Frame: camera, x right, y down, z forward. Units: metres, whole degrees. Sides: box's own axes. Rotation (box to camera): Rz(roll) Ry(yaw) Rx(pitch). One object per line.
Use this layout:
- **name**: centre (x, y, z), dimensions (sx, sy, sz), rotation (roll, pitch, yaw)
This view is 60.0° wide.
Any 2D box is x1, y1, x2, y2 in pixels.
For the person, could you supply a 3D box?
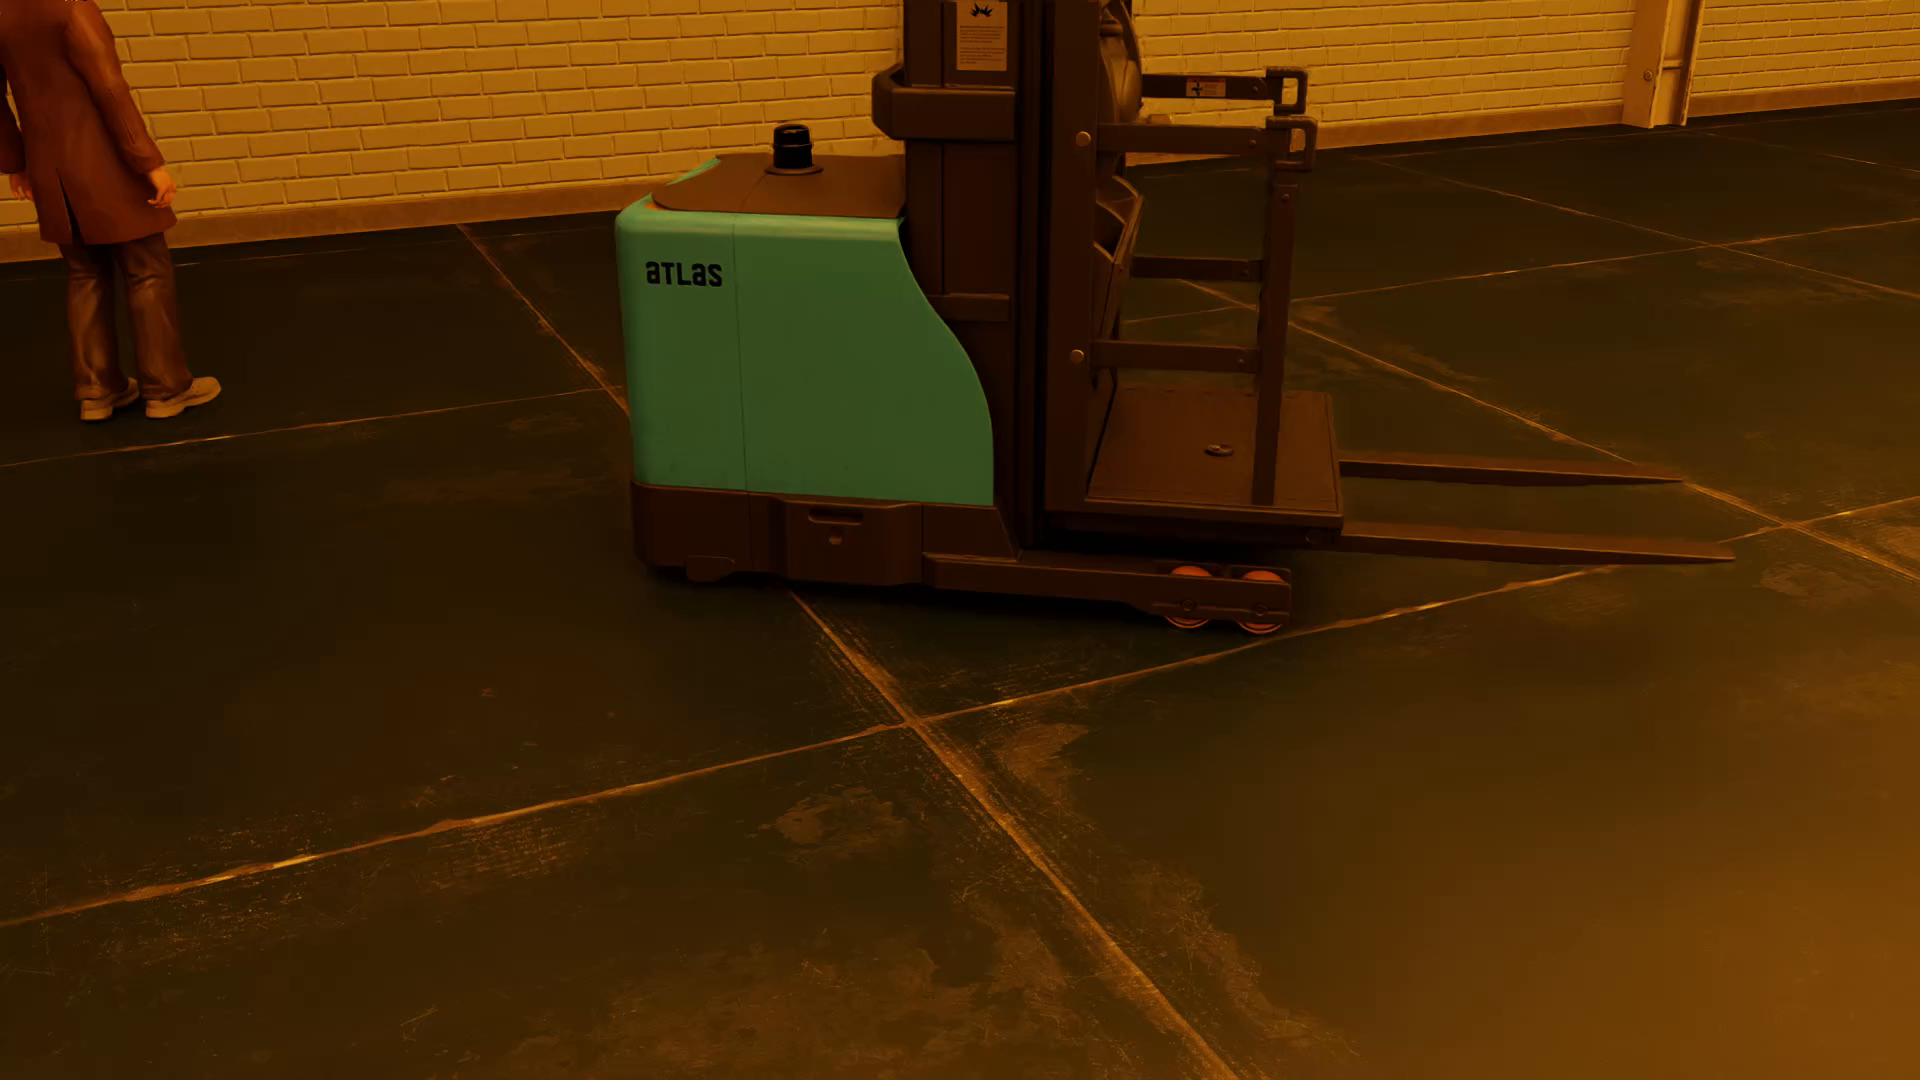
- **person**: centre (-3.108, -1.329, 5.990), dimensions (0.705, 1.778, 0.456), rotation (5, 23, 12)

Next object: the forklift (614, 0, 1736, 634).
- **forklift**: centre (0.621, -1.321, 4.466), dimensions (3.031, 2.935, 1.130), rotation (4, 23, 9)
